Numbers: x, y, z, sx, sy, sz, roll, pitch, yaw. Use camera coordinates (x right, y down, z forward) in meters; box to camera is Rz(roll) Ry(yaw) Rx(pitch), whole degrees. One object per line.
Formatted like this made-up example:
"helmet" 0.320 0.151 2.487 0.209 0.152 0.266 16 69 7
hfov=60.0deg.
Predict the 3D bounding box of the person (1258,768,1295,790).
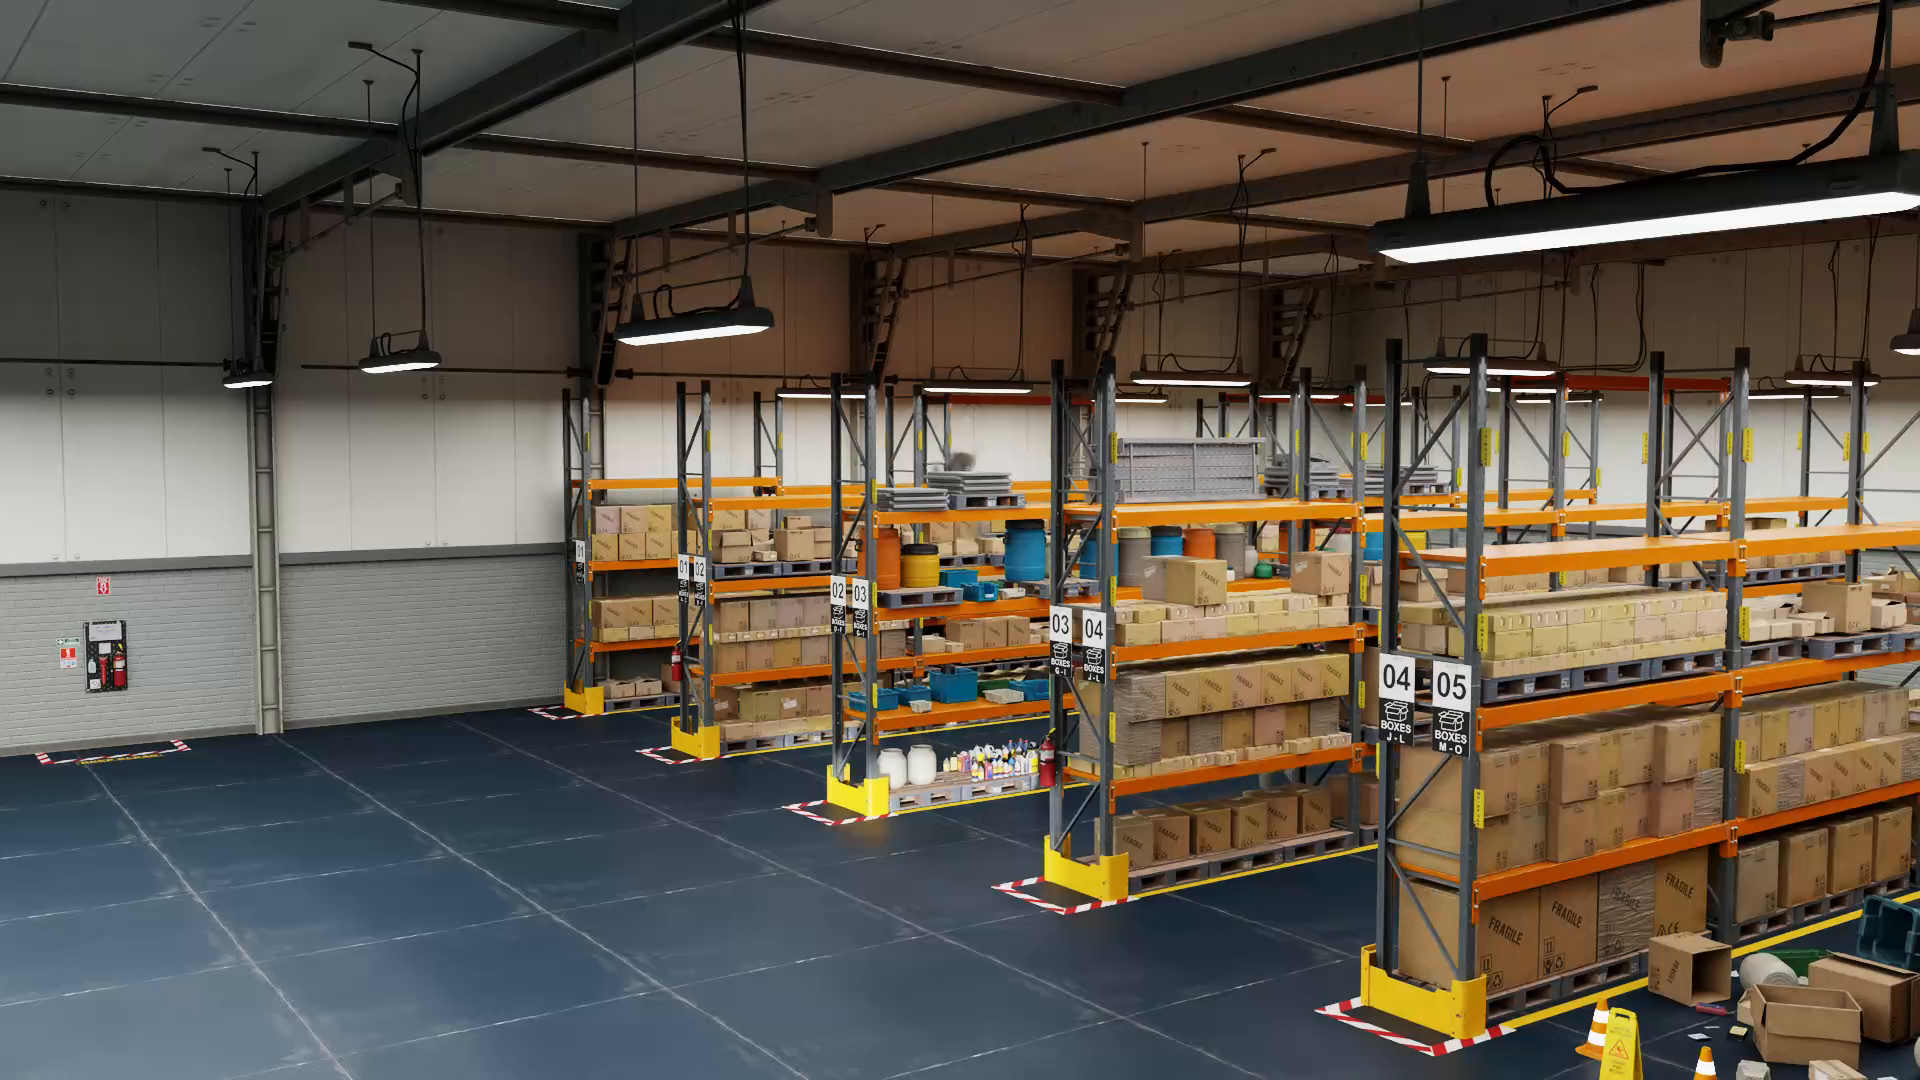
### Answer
"person" 4.403 2.949 22.695 0.980 1.601 0.626 -3 5 -40
